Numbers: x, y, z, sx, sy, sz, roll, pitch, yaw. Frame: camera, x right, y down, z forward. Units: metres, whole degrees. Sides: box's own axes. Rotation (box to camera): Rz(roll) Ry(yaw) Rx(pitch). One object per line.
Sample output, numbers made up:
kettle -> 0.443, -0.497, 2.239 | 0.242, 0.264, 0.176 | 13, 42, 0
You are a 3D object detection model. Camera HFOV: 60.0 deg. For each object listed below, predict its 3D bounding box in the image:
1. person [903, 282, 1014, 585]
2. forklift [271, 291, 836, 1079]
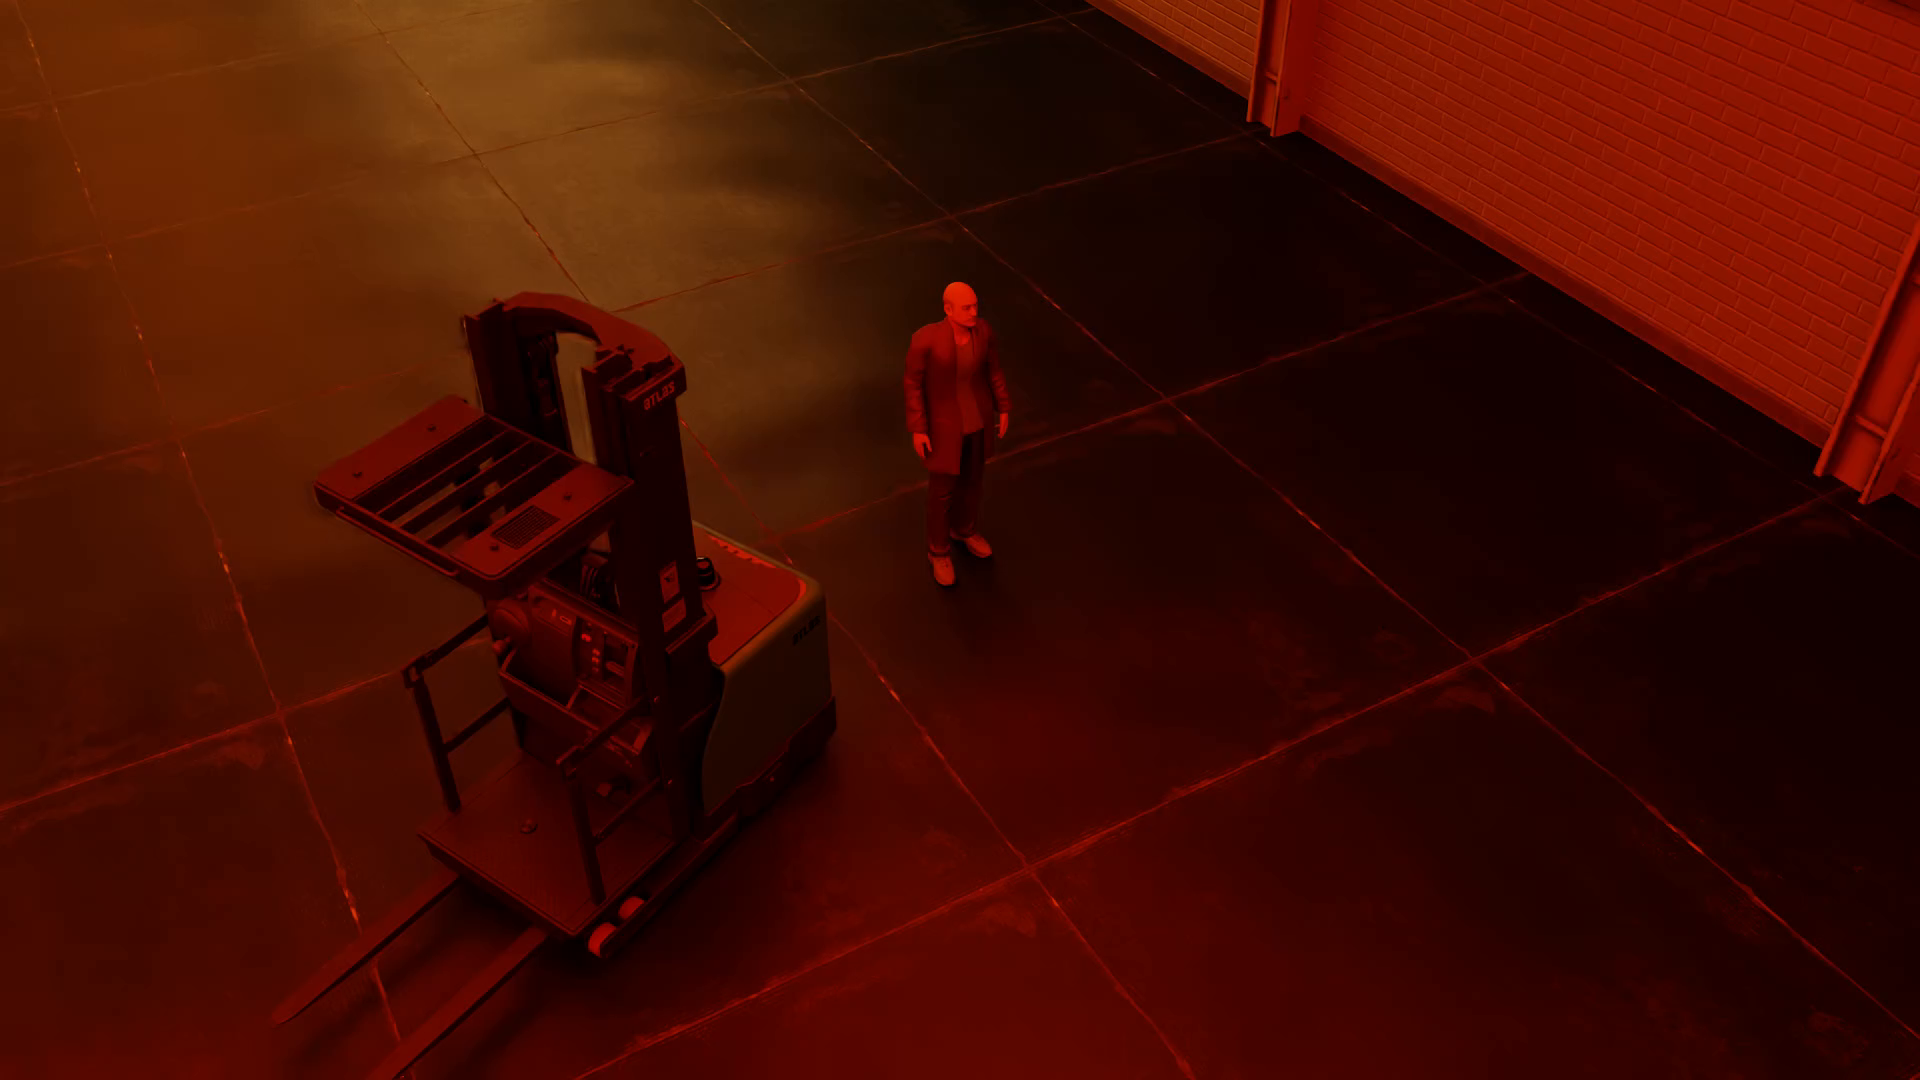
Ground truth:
person -> 0.041, -0.638, 9.698 | 0.696, 1.776, 0.582 | -20, 44, -23
forklift -> -1.930, 0.510, 7.421 | 1.130, 2.935, 3.031 | 24, 45, 26
